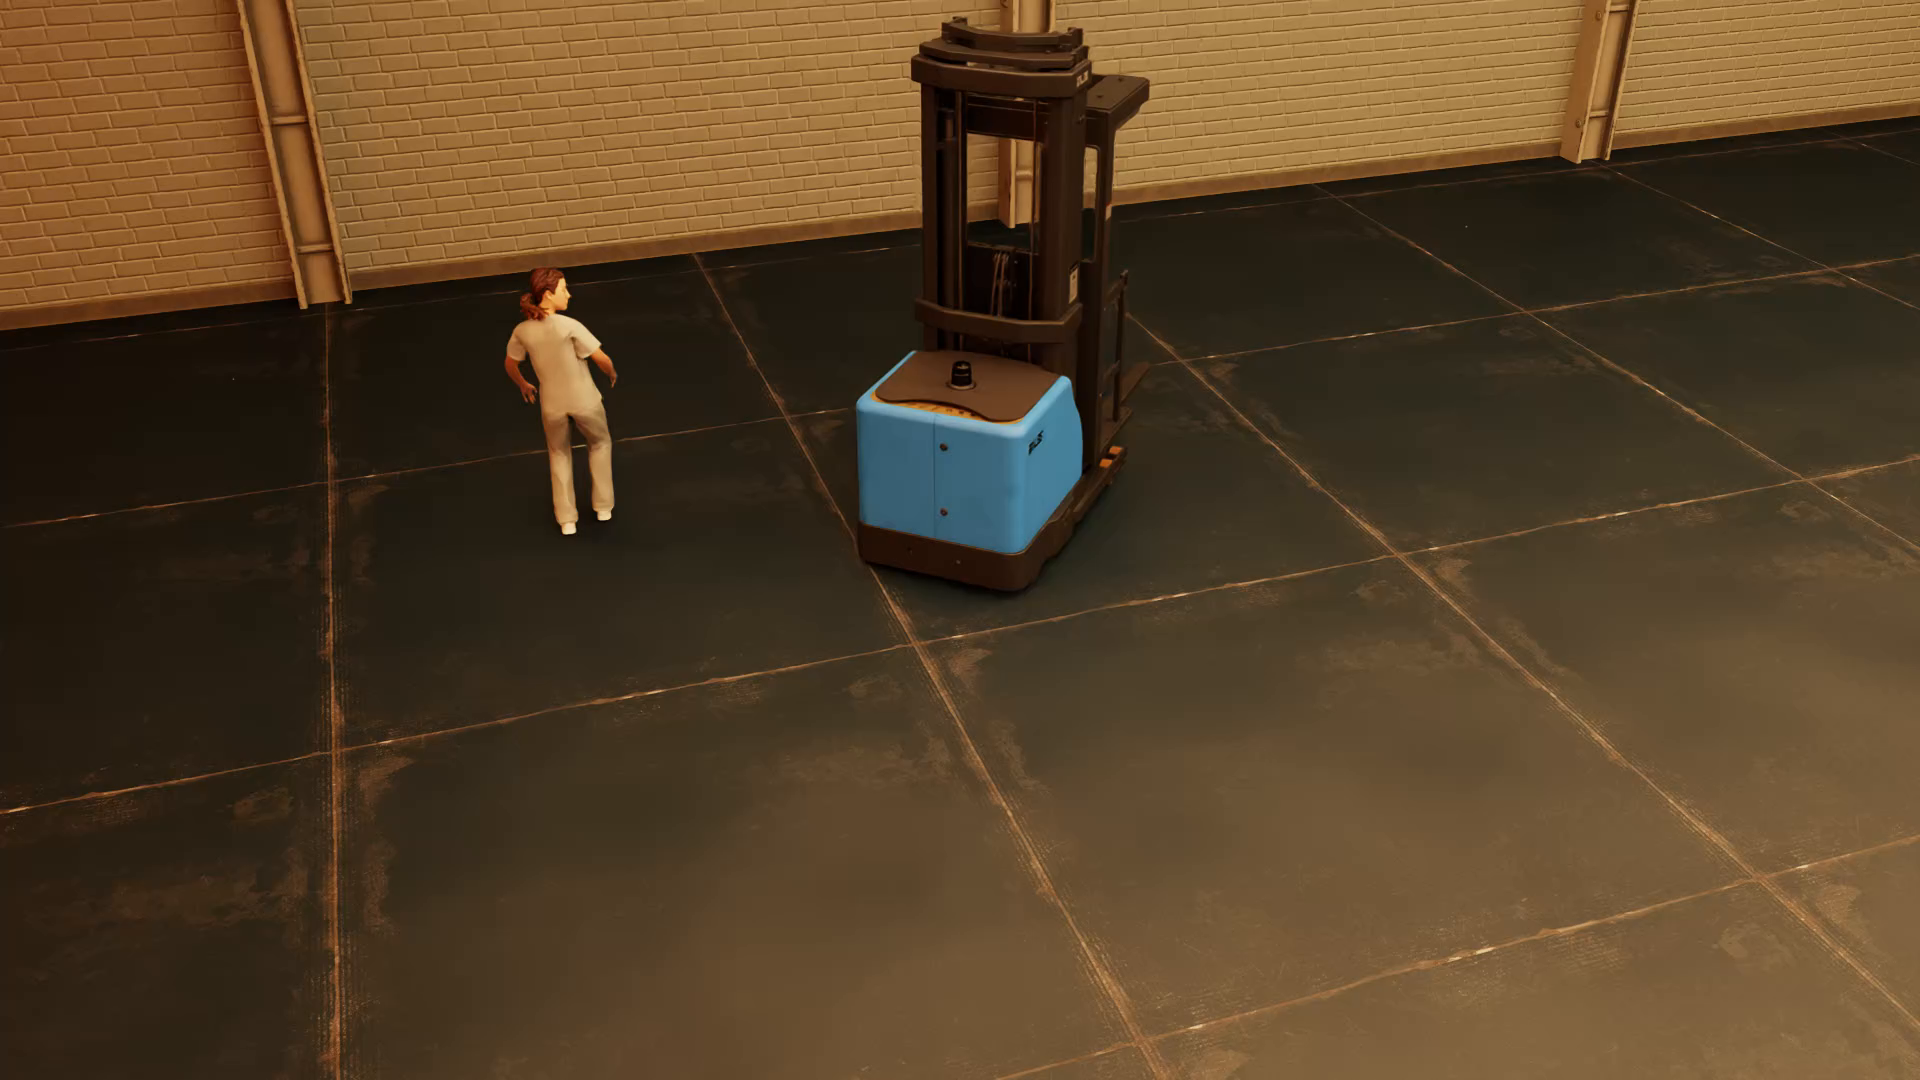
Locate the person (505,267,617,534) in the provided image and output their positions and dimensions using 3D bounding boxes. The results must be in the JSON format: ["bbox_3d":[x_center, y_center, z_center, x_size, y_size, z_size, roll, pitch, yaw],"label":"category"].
[{"bbox_3d":[-2.336,-0.834,9.862,0.644,1.628,0.472,1,30,1],"label":"person"}]

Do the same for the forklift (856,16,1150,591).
[{"bbox_3d":[0.442,-1.698,10.038,1.130,2.935,3.031,12,32,20],"label":"forklift"}]
